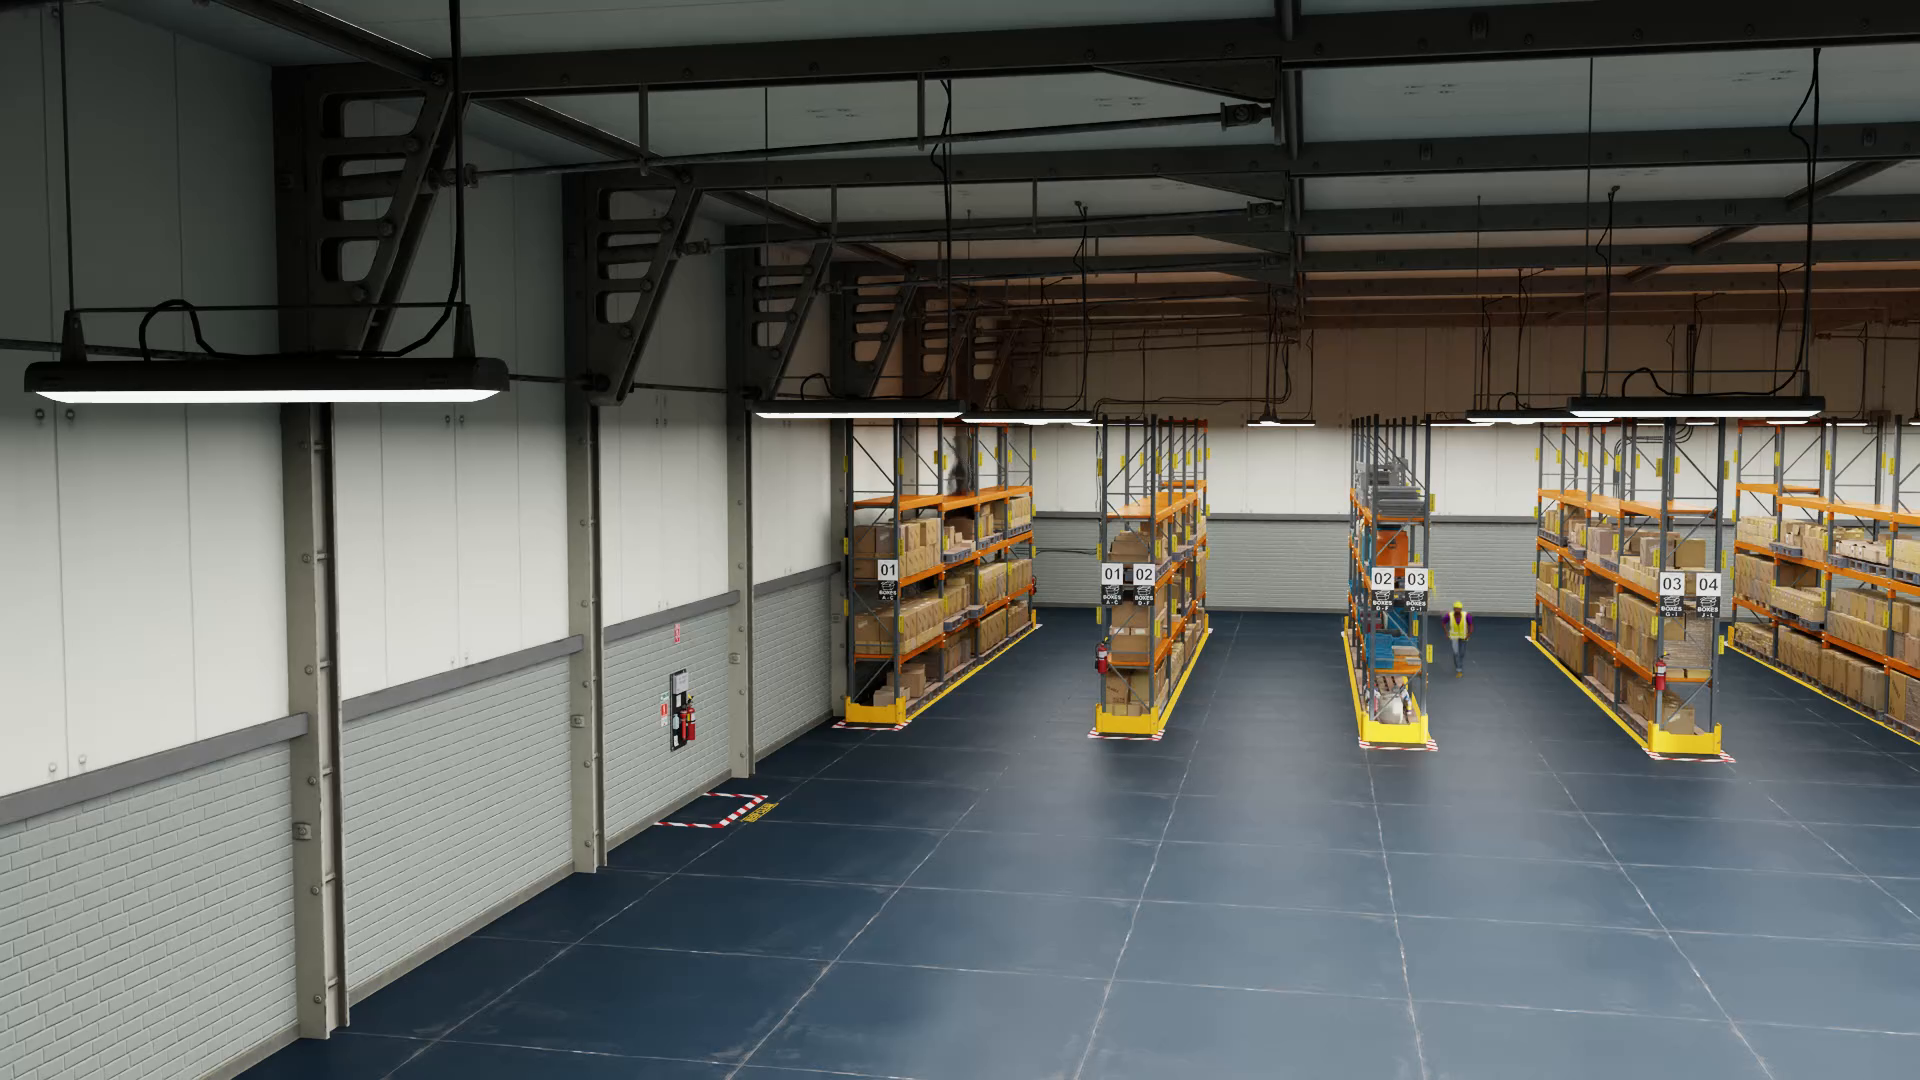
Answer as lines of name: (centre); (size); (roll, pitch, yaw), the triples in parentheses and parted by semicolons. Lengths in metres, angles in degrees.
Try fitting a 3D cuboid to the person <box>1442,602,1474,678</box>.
person: (11.578, 2.298, 38.701); (0.700, 1.753, 1.032); (1, 4, 9)
